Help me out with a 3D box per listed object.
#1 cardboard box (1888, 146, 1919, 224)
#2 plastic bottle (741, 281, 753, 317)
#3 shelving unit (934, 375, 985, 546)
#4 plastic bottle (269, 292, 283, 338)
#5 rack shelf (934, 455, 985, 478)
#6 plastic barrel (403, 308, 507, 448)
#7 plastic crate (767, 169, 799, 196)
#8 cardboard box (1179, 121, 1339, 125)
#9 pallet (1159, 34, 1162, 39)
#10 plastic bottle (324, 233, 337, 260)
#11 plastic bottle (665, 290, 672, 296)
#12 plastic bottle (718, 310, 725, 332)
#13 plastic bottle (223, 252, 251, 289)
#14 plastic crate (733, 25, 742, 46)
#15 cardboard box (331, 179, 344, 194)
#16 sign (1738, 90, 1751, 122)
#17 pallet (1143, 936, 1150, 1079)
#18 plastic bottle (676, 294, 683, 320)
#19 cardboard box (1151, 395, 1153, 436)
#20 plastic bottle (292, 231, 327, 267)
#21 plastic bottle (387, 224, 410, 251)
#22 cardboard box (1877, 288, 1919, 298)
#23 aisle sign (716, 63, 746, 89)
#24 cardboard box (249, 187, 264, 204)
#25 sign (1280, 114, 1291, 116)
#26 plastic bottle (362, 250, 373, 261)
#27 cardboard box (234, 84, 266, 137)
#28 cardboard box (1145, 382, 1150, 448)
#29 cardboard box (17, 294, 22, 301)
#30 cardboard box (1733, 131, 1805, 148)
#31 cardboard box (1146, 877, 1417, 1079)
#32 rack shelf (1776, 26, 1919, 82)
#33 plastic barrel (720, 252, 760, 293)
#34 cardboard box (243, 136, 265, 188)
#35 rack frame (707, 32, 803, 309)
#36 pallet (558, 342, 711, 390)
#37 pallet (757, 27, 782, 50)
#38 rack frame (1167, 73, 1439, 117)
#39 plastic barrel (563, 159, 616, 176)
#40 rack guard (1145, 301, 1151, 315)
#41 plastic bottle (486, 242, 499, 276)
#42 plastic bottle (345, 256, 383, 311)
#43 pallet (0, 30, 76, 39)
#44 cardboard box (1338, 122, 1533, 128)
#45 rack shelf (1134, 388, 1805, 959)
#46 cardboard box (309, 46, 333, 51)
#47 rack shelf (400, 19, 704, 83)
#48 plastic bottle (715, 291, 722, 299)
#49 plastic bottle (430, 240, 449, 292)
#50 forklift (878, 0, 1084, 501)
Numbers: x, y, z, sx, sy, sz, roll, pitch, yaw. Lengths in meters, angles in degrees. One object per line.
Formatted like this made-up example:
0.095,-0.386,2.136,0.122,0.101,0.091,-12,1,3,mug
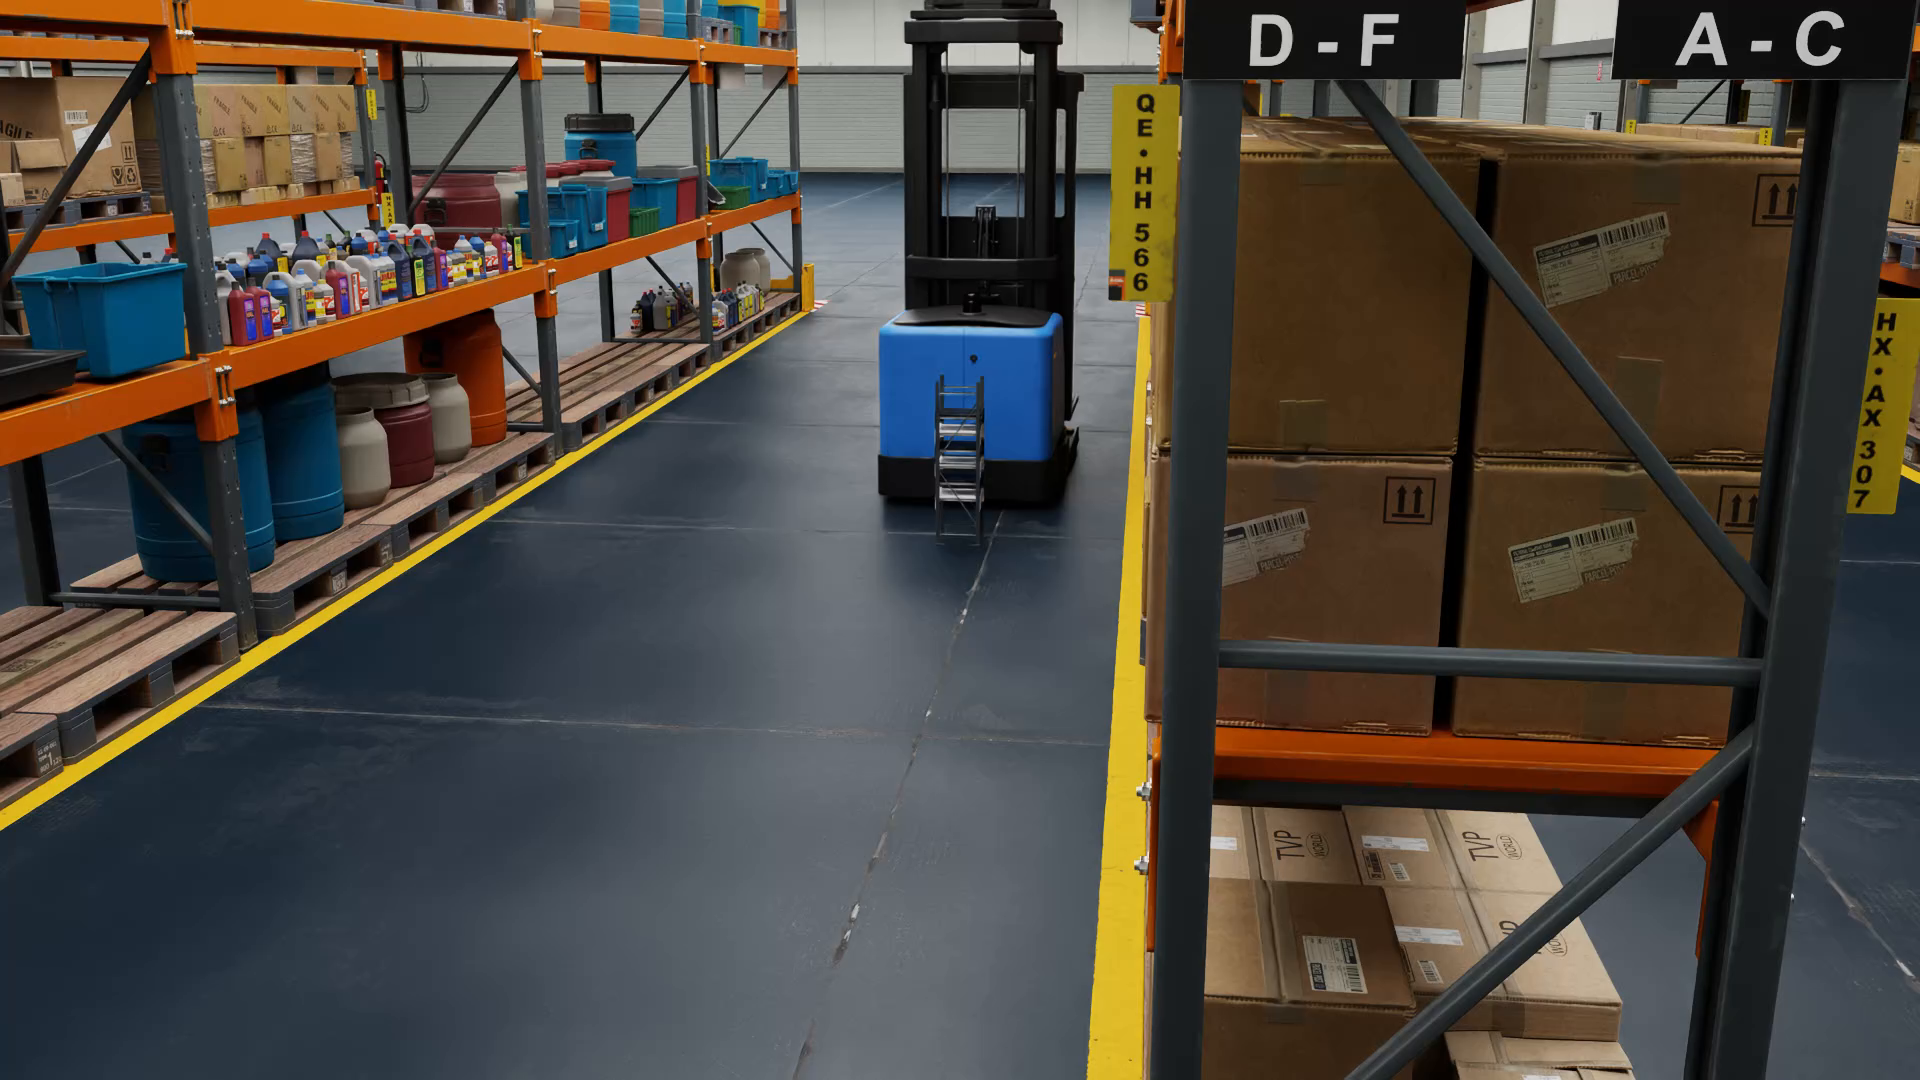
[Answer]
6.817,-2.433,11.378,0.700,0.500,0.500,2,15,6,cardboard box
-2.143,-2.394,16.499,0.144,0.351,0.185,2,15,9,plastic bottle
-0.001,-0.432,9.037,0.258,0.900,0.210,2,15,6,shelving unit
-3.164,-1.032,7.613,0.097,0.201,0.097,0,15,0,plastic bottle
-0.001,-0.400,9.046,0.258,0.077,0.200,2,15,6,rack shelf
-3.226,-1.046,10.635,0.600,0.830,0.708,2,15,6,plastic barrel
-2.045,-3.882,18.058,0.499,0.251,0.616,2,15,6,plastic crate
0.833,-0.983,4.945,0.500,0.500,0.500,1,15,5,cardboard box
2.255,-4.536,14.612,1.003,0.211,1.213,2,15,6,pallet
-3.697,-1.646,9.725,0.061,0.283,0.133,2,15,6,plastic bottle
-2.870,-2.304,16.311,0.152,0.276,0.135,2,15,7,plastic bottle
-2.242,-2.039,15.475,0.097,0.201,0.097,0,15,0,plastic bottle
-3.777,-1.353,8.656,0.152,0.276,0.135,2,15,6,plastic bottle
-2.288,-4.802,15.835,0.336,0.188,0.450,2,15,6,plastic crate
-7.040,-3.906,18.343,0.380,0.149,0.250,2,15,6,cardboard box
8.108,-4.491,17.200,0.100,0.325,0.005,2,15,6,sign
0.928,1.324,3.863,1.003,0.211,1.213,2,15,6,pallet
-2.764,-2.305,16.299,0.061,0.283,0.133,2,15,6,plastic bottle
0.840,-0.495,5.055,0.500,0.500,0.500,2,15,6,cardboard box
-3.570,-1.521,9.134,0.144,0.351,0.185,2,15,6,plastic bottle
-3.558,-1.855,10.514,0.152,0.276,0.135,2,15,6,plastic bottle
6.939,-1.690,12.176,0.500,0.250,0.500,1,15,5,cardboard box
-2.568,-5.375,18.313,0.394,0.787,0.004,2,15,6,aisle sign
-7.218,-3.452,16.662,0.380,0.149,0.250,2,15,6,cardboard box
2.725,-3.416,13.981,0.100,0.325,0.005,2,15,6,sign
-3.159,-1.411,8.882,0.097,0.271,0.097,0,15,0,plastic bottle
-7.243,-4.244,16.435,0.500,0.500,0.500,2,15,6,cardboard box
1.344,-0.631,9.695,0.500,0.500,0.500,1,15,4,cardboard box
-7.884,-1.780,13.944,0.700,0.500,0.500,0,15,1,cardboard box
6.853,-3.194,14.042,0.500,0.500,0.500,2,15,6,cardboard box
0.647,1.050,3.479,0.500,0.500,0.500,2,15,6,cardboard box
6.881,-3.345,11.420,1.077,0.370,4.000,2,15,6,rack shelf
-2.340,-2.792,17.701,0.421,0.512,0.421,0,15,0,plastic barrel
-7.498,-3.769,16.593,0.875,0.500,0.500,2,15,6,cardboard box
-2.285,-4.093,18.551,1.000,3.000,0.127,2,15,6,rack frame
-2.787,-1.504,14.321,1.003,0.211,1.213,2,15,6,pallet
-2.476,-5.238,17.402,1.003,0.211,1.213,2,15,6,pallet
1.282,-0.834,6.498,1.000,3.000,0.127,2,15,6,rack frame
-3.063,-2.879,13.803,0.433,0.535,0.433,0,15,0,plastic barrel
2.639,-2.745,18.357,1.175,0.500,0.348,2,15,6,rack guard
-2.867,-1.715,10.139,0.097,0.201,0.097,0,15,0,plastic bottle
-3.078,-1.330,8.571,0.152,0.276,0.135,2,15,6,plastic bottle
-7.948,-4.132,13.311,1.213,0.211,1.003,2,15,6,pallet
1.370,-0.962,4.866,0.500,0.500,0.500,2,15,7,cardboard box
1.056,0.032,4.674,1.077,0.370,4.000,2,15,6,rack shelf
-7.062,-5.352,17.750,0.500,0.250,0.500,2,15,7,cardboard box
-2.962,-3.637,12.499,1.077,0.370,4.000,2,15,6,rack shelf
-2.314,-2.307,16.323,0.152,0.276,0.135,2,15,6,plastic bottle
-2.939,-1.548,9.362,0.061,0.283,0.133,2,15,6,plastic bottle
0.221,-1.978,10.862,1.130,2.935,3.031,2,15,7,forklift
